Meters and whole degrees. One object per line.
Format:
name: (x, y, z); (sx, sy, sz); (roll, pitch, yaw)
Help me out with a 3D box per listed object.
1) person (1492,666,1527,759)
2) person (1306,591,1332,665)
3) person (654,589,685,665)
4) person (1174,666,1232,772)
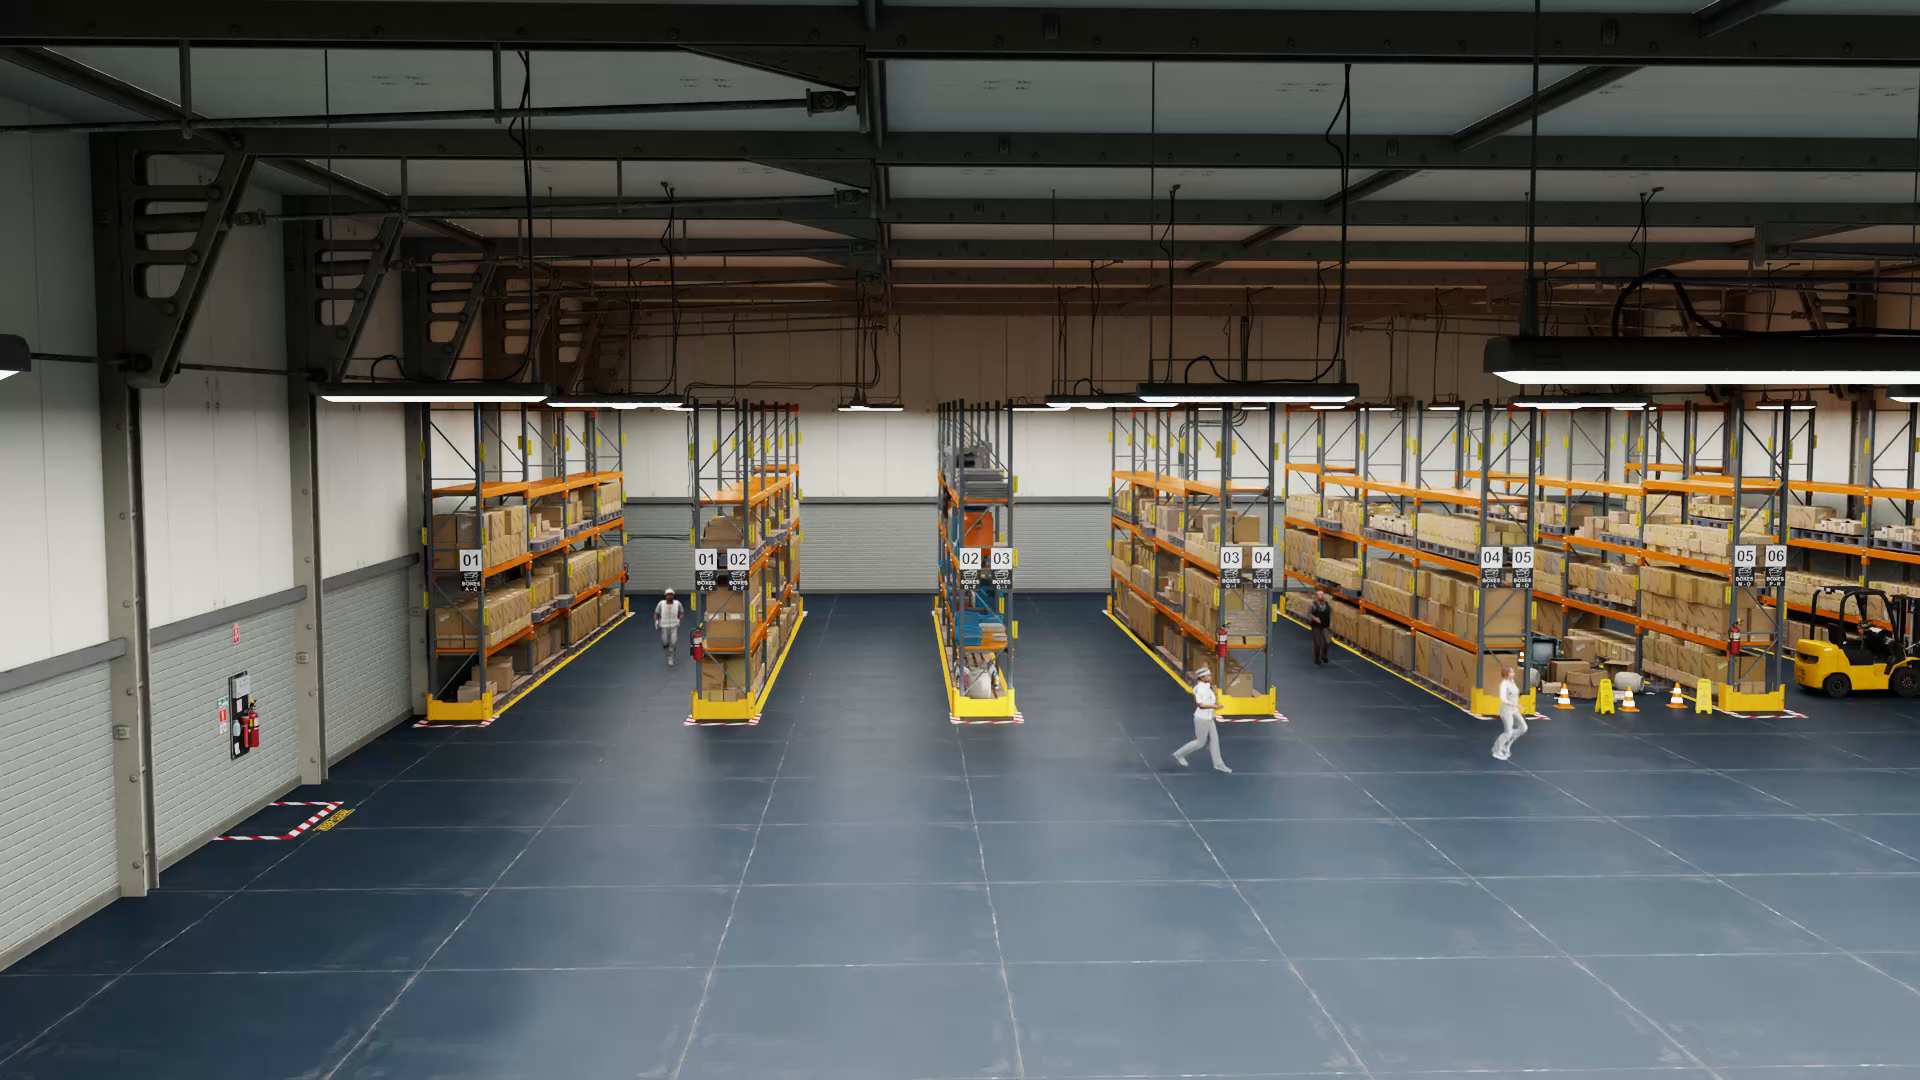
person: (9.101, 2.852, 27.512); (0.565, 1.557, 0.553); (4, 6, 40)
person: (8.205, 2.000, 37.817); (0.657, 1.697, 0.638); (0, 4, -5)
person: (-6.627, 1.979, 37.973); (0.688, 1.735, 0.599); (-1, 4, -12)
person: (3.876, 2.849, 26.492); (0.924, 1.698, 0.579); (1, 5, 19)
